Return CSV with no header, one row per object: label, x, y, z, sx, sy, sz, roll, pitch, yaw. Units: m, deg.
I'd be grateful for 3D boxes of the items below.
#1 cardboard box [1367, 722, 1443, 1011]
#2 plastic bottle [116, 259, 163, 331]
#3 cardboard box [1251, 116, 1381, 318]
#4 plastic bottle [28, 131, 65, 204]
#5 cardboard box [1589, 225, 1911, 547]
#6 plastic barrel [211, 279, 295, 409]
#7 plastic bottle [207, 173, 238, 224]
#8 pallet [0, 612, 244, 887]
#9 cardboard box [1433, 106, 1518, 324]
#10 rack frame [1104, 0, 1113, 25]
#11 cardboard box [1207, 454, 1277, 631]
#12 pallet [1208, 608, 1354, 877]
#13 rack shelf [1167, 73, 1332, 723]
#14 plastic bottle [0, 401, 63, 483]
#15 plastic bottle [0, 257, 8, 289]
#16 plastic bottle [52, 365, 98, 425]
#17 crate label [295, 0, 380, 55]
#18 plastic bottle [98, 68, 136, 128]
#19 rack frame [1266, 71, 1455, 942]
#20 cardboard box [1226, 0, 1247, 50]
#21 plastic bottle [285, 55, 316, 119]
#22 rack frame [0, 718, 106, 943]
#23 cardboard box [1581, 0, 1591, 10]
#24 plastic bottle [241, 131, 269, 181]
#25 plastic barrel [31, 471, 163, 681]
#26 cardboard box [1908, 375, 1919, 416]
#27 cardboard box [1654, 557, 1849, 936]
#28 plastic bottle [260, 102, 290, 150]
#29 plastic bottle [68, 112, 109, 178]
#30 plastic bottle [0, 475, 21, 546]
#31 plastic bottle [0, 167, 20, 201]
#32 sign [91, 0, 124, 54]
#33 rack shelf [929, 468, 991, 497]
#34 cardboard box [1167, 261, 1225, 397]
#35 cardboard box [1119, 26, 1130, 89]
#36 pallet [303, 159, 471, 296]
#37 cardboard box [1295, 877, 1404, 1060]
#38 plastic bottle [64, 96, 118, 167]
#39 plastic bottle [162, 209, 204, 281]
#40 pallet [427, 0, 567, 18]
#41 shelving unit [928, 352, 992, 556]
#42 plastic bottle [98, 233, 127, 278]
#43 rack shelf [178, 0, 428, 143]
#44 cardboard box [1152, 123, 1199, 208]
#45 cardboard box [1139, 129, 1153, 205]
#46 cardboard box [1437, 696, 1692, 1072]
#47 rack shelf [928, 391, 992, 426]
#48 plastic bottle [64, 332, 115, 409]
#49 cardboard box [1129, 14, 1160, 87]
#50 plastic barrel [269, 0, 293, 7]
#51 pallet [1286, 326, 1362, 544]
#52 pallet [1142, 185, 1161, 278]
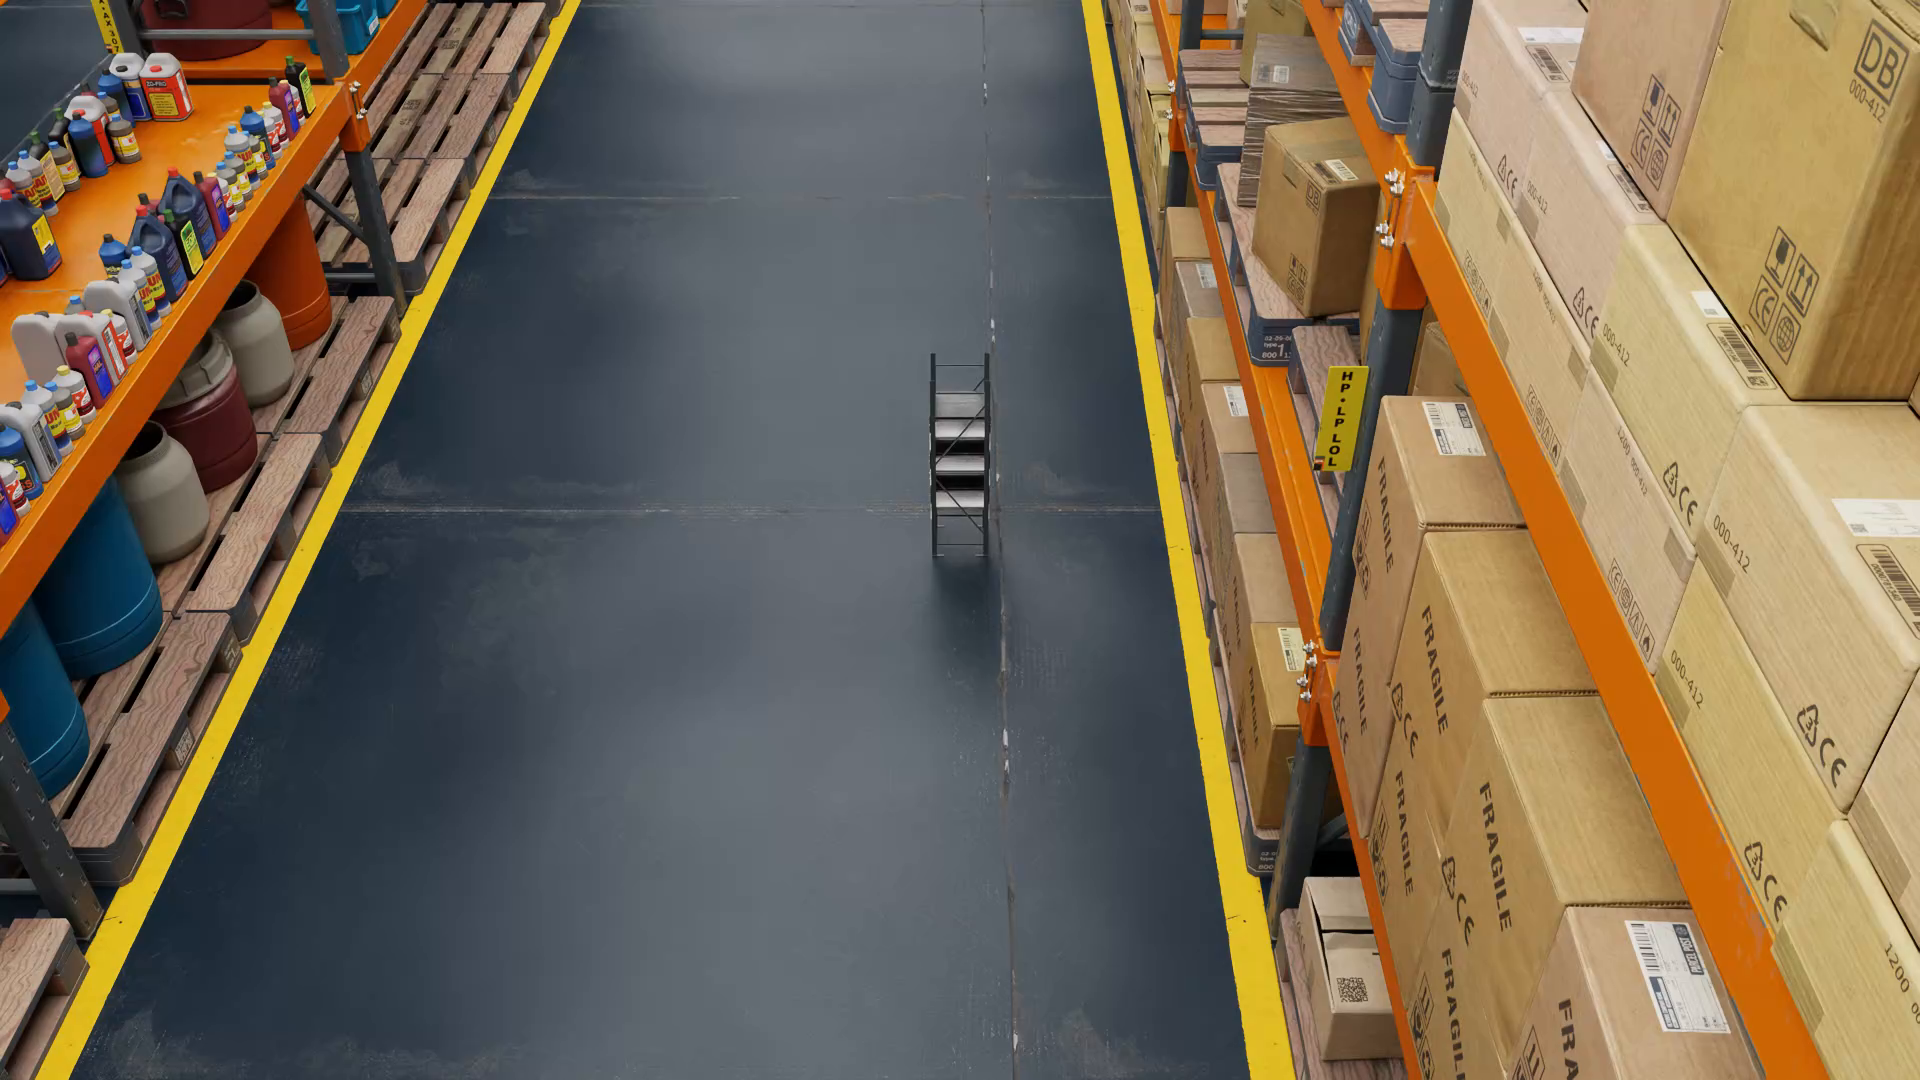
cardboard box,1.274,0.737,3.851,0.500,0.500,0.500,1,39,1
plastic bottle,-3.005,-0.898,6.074,0.097,0.271,0.097,0,39,0
cardboard box,1.478,-1.170,5.896,0.700,0.500,0.500,-9,40,-11
plastic bottle,-3.784,-1.529,6.853,0.061,0.283,0.133,0,39,0
cardboard box,1.285,-0.240,2.473,0.500,0.250,0.500,0,39,0
plastic barrel,-3.309,-0.897,7.624,0.421,0.512,0.421,0,39,0
plastic bottle,-3.006,-1.390,6.745,0.097,0.201,0.097,0,39,0
pallet,-3.371,0.744,6.153,1.003,0.211,1.213,0,39,0
cardboard box,1.295,-0.670,3.409,0.500,0.250,0.500,0,39,0
rack frame,1.532,-4.866,10.923,1.000,3.000,0.127,0,39,0
cardboard box,1.262,0.010,6.486,0.500,0.500,0.500,0,39,1
pallet,1.503,0.717,6.187,1.003,0.211,1.213,0,39,0
rack shelf,1.539,-0.833,6.466,1.077,0.370,4.000,0,39,0
plastic bottle,-3.032,-0.332,5.364,0.152,0.276,0.135,0,39,0
plastic bottle,-3.741,-1.106,6.271,0.144,0.351,0.185,0,39,0
plastic bottle,-3.005,-0.497,5.630,0.097,0.201,0.097,0,39,0
crate label,-3.042,-2.561,8.181,0.303,0.233,0.416,0,39,0
plastic bottle,-3.766,-1.969,7.412,0.097,0.271,0.097,0,39,0
rack frame,1.542,0.137,4.680,1.000,3.000,0.127,0,39,0
cardboard box,1.580,-2.557,8.113,0.500,0.311,0.500,2,39,3
plastic bottle,-2.989,-2.065,7.521,0.061,0.283,0.133,0,39,0
rack frame,-3.412,0.139,4.679,1.000,3.000,0.127,0,39,0
cardboard box,1.580,-1.158,3.019,0.700,0.500,0.500,0,39,0
plastic bottle,-3.007,-1.634,7.049,0.097,0.201,0.097,0,39,0
plastic barrel,-3.396,0.010,6.180,0.600,0.901,0.708,0,39,0
cardboard box,1.599,-0.220,1.848,0.700,0.500,0.500,0,39,0
cardboard box,1.294,0.268,2.239,0.500,0.250,0.500,0,39,0
plastic bottle,-3.007,-1.816,7.277,0.097,0.201,0.097,0,39,0
plastic bottle,-3.705,-1.680,7.051,0.097,0.271,0.097,0,39,0
plastic bottle,-2.986,-0.129,5.106,0.061,0.283,0.133,0,39,0
plastic bottle,-3.783,-1.324,6.597,0.061,0.283,0.133,0,39,0
sign,-3.966,-2.422,7.743,0.100,0.325,0.005,0,39,0
rack shelf,0.000,-0.250,7.039,0.258,0.077,0.200,0,39,0
cardboard box,1.258,-0.948,7.682,0.500,0.500,0.500,-1,39,-2
cardboard box,1.288,-3.060,10.533,0.500,0.250,0.500,-1,39,-1
pallet,-3.378,-1.759,9.276,1.003,0.211,1.213,0,39,0
cardboard box,1.326,1.277,5.056,0.500,0.311,0.500,0,39,0
plastic bottle,-3.739,-1.754,7.140,0.152,0.276,0.135,0,39,0
plastic bottle,-2.988,-1.151,6.381,0.061,0.283,0.133,0,39,0
pallet,-3.380,-4.196,12.317,1.003,0.211,1.213,0,39,0
shelving unit,0.000,-0.346,6.962,0.258,0.900,0.210,0,39,0
plastic bottle,-3.150,-1.019,6.226,0.097,0.271,0.097,0,39,0
rack shelf,-3.419,-3.333,9.586,1.077,0.370,4.000,0,39,0
cardboard box,1.290,-2.001,8.763,0.500,0.311,0.500,1,39,1
cardboard box,1.288,-2.106,9.343,0.500,0.250,0.500,0,39,-1
cardboard box,1.262,0.647,3.164,0.500,0.500,0.500,-1,39,-1
rack shelf,0.000,-0.531,6.814,0.258,0.077,0.200,0,39,0
plastic bottle,-2.987,-0.601,5.695,0.061,0.283,0.133,0,39,0
cardboard box,1.287,-2.955,9.954,0.500,0.311,0.500,1,39,1
plastic barrel,-3.631,-3.050,8.567,0.421,0.512,0.421,0,39,0
pallet,1.650,-0.288,5.364,1.003,0.211,1.213,0,39,0
pallet,1.575,-1.791,9.316,1.003,0.211,1.213,0,39,0
